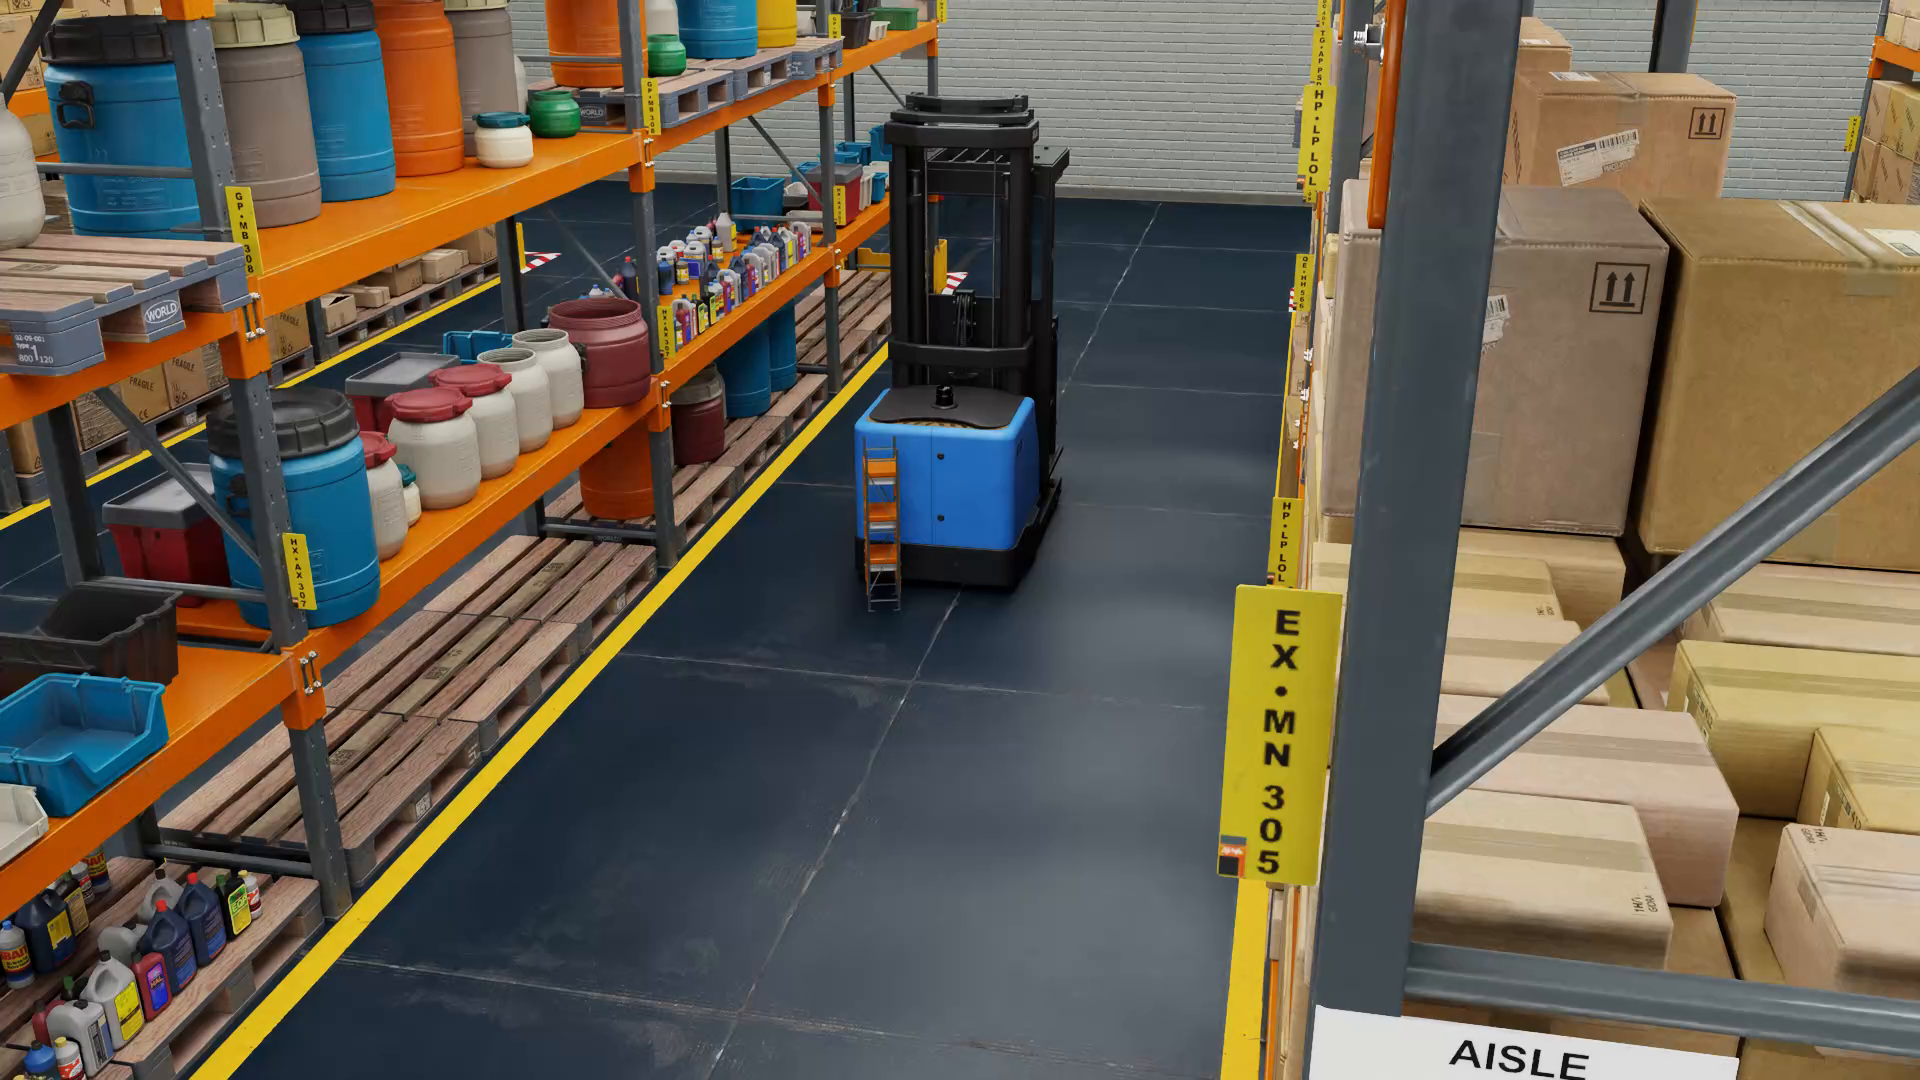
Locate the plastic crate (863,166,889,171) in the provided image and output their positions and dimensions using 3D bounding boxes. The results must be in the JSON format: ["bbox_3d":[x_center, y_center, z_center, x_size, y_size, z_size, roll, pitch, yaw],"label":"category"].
[{"bbox_3d":[-0.793,-3.668,16.718,0.396,0.136,0.243,4,22,11],"label":"plastic crate"}]

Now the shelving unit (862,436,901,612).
[{"bbox_3d":[-0.479,-0.094,10.182,0.215,1.050,0.252,-2,22,-5],"label":"shelving unit"}]

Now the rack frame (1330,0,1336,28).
[{"bbox_3d":[3.302,-5.122,12.025,1.000,3.000,0.127,4,22,11],"label":"rack frame"}]

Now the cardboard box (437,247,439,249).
[{"bbox_3d":[-6.052,-3.230,18.562,0.380,0.166,0.250,4,22,11],"label":"cardboard box"}]

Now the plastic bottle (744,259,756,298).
[{"bbox_3d":[-1.565,-1.953,12.345,0.061,0.283,0.133,4,22,11],"label":"plastic bottle"}]

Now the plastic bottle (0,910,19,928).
[{"bbox_3d":[-3.750,1.498,6.577,0.144,0.351,0.185,5,22,12],"label":"plastic bottle"}]

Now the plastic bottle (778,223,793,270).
[{"bbox_3d":[-1.414,-2.332,13.196,0.144,0.351,0.185,4,22,11],"label":"plastic bottle"}]

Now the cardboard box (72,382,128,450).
[{"bbox_3d":[-6.737,-1.014,12.612,0.500,0.500,0.500,4,22,9],"label":"cardboard box"}]

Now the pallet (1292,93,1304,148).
[{"bbox_3d":[2.565,-2.419,9.583,1.213,0.211,1.003,6,23,13],"label":"pallet"}]

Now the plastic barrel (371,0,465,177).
[{"bbox_3d":[-2.876,-2.321,8.512,0.600,0.830,0.708,4,22,11],"label":"plastic barrel"}]

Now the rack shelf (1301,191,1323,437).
[{"bbox_3d":[2.078,-1.202,7.271,1.077,0.370,4.000,4,22,11],"label":"rack shelf"}]

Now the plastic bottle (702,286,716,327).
[{"bbox_3d":[-1.745,-1.632,11.547,0.061,0.283,0.133,4,22,11],"label":"plastic bottle"}]

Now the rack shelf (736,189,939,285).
[{"bbox_3d":[-1.139,-3.114,16.034,1.077,0.370,4.000,4,22,11],"label":"rack shelf"}]

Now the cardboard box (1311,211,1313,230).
[{"bbox_3d":[3.238,-2.778,14.039,0.500,0.250,0.500,5,23,13],"label":"cardboard box"}]

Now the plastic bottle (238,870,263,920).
[{"bbox_3d":[-2.948,1.460,6.871,0.097,0.201,0.097,0,22,0],"label":"plastic bottle"}]

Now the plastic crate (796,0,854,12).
[{"bbox_3d":[-1.311,-5.004,15.832,0.504,0.338,0.767,4,22,11],"label":"plastic crate"}]

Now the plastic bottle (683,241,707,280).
[{"bbox_3d":[-2.054,-2.168,12.889,0.152,0.276,0.135,4,22,11],"label":"plastic bottle"}]

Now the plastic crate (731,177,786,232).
[{"bbox_3d":[-1.785,-2.934,14.564,0.392,0.384,0.575,4,22,11],"label":"plastic crate"}]

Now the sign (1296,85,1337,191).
[{"bbox_3d":[1.126,-1.268,5.252,0.100,0.325,0.005,4,22,11],"label":"sign"}]

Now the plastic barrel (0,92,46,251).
[{"bbox_3d":[-3.459,-1.286,5.805,0.421,0.512,0.421,0,22,0],"label":"plastic barrel"}]

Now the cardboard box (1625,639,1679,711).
[{"bbox_3d":[1.304,0.382,2.575,0.500,0.250,0.500,4,22,10],"label":"cardboard box"}]

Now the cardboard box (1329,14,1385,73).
[{"bbox_3d":[2.138,-2.393,8.463,0.500,0.500,0.500,5,22,11],"label":"cardboard box"}]

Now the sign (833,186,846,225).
[{"bbox_3d":[-1.009,-2.802,13.926,0.100,0.325,0.005,4,22,11],"label":"sign"}]

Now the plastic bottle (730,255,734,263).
[{"bbox_3d":[-1.689,-2.039,12.572,0.097,0.271,0.097,0,22,0],"label":"plastic bottle"}]

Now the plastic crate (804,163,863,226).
[{"bbox_3d":[-1.119,-3.081,14.823,0.402,0.464,0.583,4,22,11],"label":"plastic crate"}]

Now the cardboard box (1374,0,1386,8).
[{"bbox_3d":[2.630,-3.060,10.224,0.500,0.500,0.500,6,23,14],"label":"cardboard box"}]

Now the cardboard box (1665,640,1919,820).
[{"bbox_3d":[1.214,0.271,2.318,0.380,0.149,0.250,4,22,10],"label":"cardboard box"}]

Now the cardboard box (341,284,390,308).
[{"bbox_3d":[-5.931,-2.439,16.599,0.380,0.166,0.250,4,22,11],"label":"cardboard box"}]

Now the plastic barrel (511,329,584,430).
[{"bbox_3d":[-2.364,-0.913,9.456,0.421,0.512,0.421,0,22,0],"label":"plastic barrel"}]

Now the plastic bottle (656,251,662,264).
[{"bbox_3d":[-2.301,-2.053,12.608,0.097,0.271,0.097,0,22,0],"label":"plastic bottle"}]

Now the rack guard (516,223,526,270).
[{"bbox_3d":[-5.594,-3.371,19.055,1.175,0.500,0.348,4,22,11],"label":"rack guard"}]

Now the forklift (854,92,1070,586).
[{"bbox_3d":[0.127,-1.590,11.378,1.130,2.935,3.031,4,22,11],"label":"forklift"}]

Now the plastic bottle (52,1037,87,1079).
[{"bbox_3d":[-3.168,1.853,5.893,0.097,0.201,0.097,0,22,0],"label":"plastic bottle"}]

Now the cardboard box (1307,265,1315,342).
[{"bbox_3d":[2.554,-1.494,10.914,0.500,0.500,0.500,4,22,9],"label":"cardboard box"}]

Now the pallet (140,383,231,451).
[{"bbox_3d":[-6.771,-1.054,13.688,1.003,0.211,1.213,4,22,11],"label":"pallet"}]

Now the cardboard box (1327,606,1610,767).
[{"bbox_3d":[0.721,0.223,2.437,0.380,0.149,0.250,3,22,9],"label":"cardboard box"}]

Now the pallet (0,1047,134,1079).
[{"bbox_3d":[-3.604,2.193,5.626,1.003,0.211,1.213,4,22,11],"label":"pallet"}]

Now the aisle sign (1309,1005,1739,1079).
[{"bbox_3d":[0.547,0.844,1.764,0.394,0.787,0.004,4,22,11],"label":"aisle sign"}]

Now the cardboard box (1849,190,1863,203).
[{"bbox_3d":[8.566,-3.177,15.562,0.380,0.149,0.250,4,22,10],"label":"cardboard box"}]

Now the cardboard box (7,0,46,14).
[{"bbox_3d":[-6.908,-4.066,11.947,0.500,0.500,0.500,4,22,11],"label":"cardboard box"}]

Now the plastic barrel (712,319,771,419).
[{"bbox_3d":[-1.819,-1.481,13.263,0.600,0.901,0.708,4,22,11],"label":"plastic barrel"}]

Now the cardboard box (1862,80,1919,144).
[{"bbox_3d":[8.602,-3.891,15.129,0.500,0.500,0.500,4,22,11],"label":"cardboard box"}]

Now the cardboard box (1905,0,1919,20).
[{"bbox_3d":[8.504,-4.609,14.298,0.500,0.250,0.500,4,22,10],"label":"cardboard box"}]

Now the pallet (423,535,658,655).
[{"bbox_3d":[-2.559,0.320,10.276,1.003,0.211,1.213,4,22,11],"label":"pallet"}]

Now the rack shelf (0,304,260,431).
[{"bbox_3d":[-3.587,-0.117,4.577,1.077,0.370,4.000,4,22,11],"label":"rack shelf"}]

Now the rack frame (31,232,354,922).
[{"bbox_3d":[-3.179,0.209,6.819,1.000,3.000,0.127,4,22,11],"label":"rack frame"}]

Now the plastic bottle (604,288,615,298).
[{"bbox_3d":[-2.490,-1.681,11.777,0.097,0.201,0.097,0,22,0],"label":"plastic bottle"}]

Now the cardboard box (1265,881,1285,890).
[{"bbox_3d":[1.381,0.743,4.963,0.875,0.500,0.500,4,22,11],"label":"cardboard box"}]

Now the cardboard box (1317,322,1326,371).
[{"bbox_3d":[1.224,-0.396,4.507,0.500,0.250,0.500,4,22,10],"label":"cardboard box"}]

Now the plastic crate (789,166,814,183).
[{"bbox_3d":[-1.433,-3.473,16.106,0.416,0.233,0.300,4,22,11],"label":"plastic crate"}]

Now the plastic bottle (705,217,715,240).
[{"bbox_3d":[-2.066,-2.512,13.732,0.061,0.283,0.133,4,22,11],"label":"plastic bottle"}]
